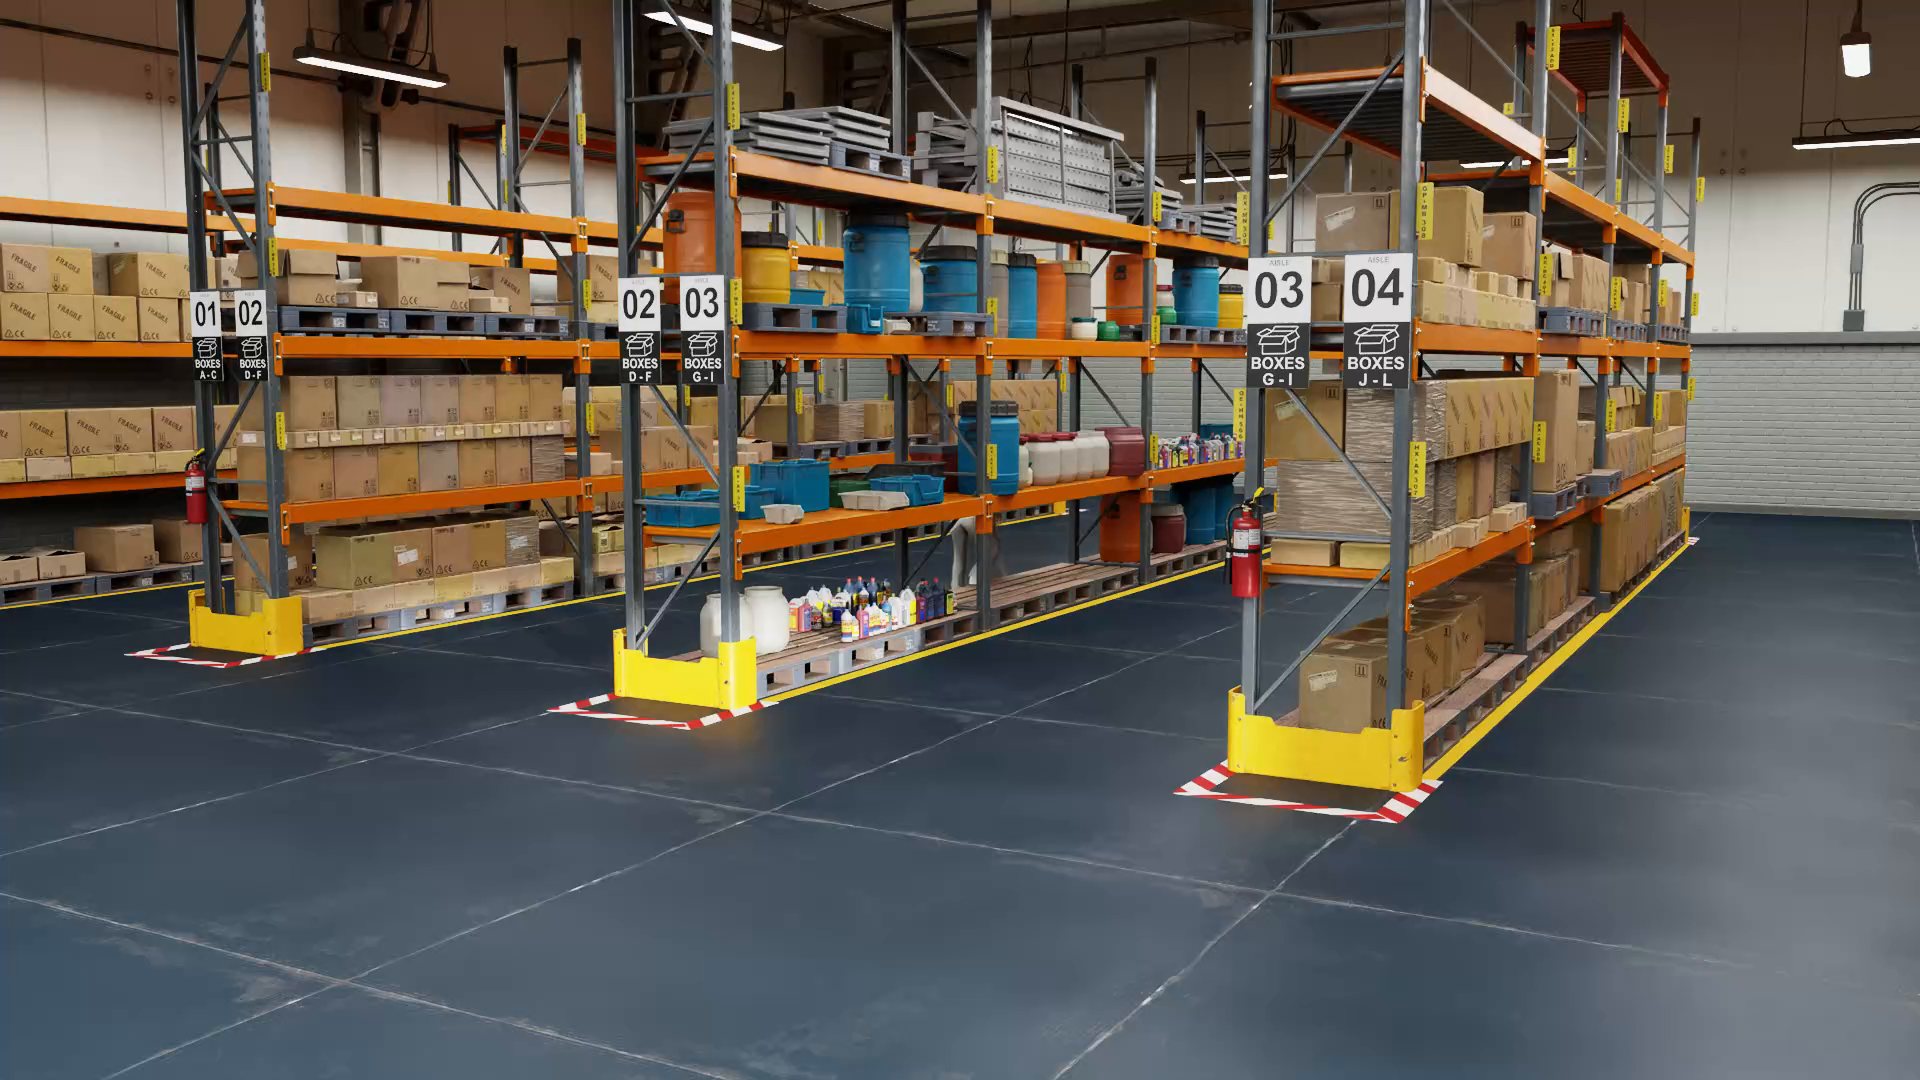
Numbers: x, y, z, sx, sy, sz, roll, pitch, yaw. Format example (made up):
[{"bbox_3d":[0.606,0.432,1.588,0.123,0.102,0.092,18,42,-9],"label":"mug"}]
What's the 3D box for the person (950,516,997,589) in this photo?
[{"bbox_3d":[0.133,-0.150,17.884,0.439,1.653,0.516,3,7,27],"label":"person"}]
